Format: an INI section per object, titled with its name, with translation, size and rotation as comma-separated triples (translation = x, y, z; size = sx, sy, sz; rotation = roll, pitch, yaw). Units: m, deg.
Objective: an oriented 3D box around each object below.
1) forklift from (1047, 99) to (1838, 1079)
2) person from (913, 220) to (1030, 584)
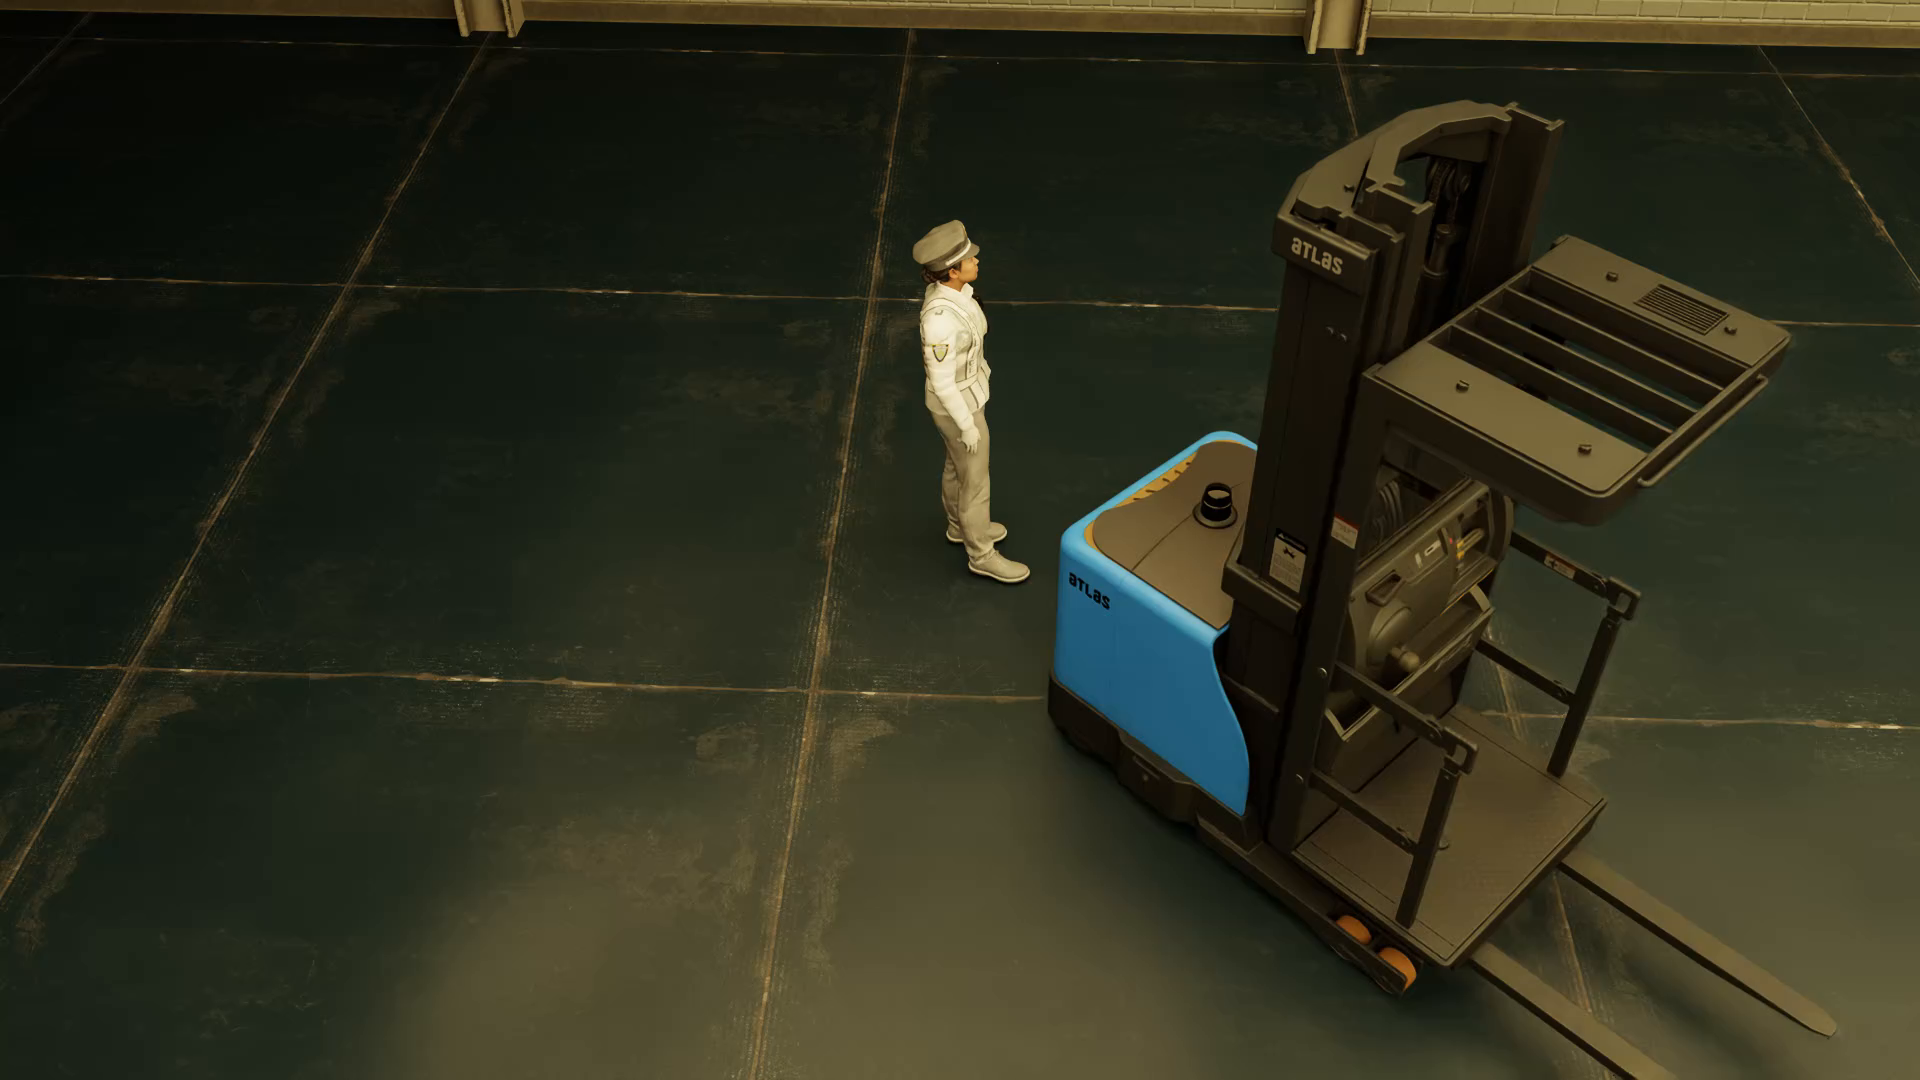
[forklift]
translation = 1.750, 0.180, 5.545
size = 1.130, 2.935, 3.031
rotation = -33, 52, -31
[person]
translation = 0.068, -0.624, 7.332
size = 0.531, 1.694, 0.586
rotation = 2, 42, 2
